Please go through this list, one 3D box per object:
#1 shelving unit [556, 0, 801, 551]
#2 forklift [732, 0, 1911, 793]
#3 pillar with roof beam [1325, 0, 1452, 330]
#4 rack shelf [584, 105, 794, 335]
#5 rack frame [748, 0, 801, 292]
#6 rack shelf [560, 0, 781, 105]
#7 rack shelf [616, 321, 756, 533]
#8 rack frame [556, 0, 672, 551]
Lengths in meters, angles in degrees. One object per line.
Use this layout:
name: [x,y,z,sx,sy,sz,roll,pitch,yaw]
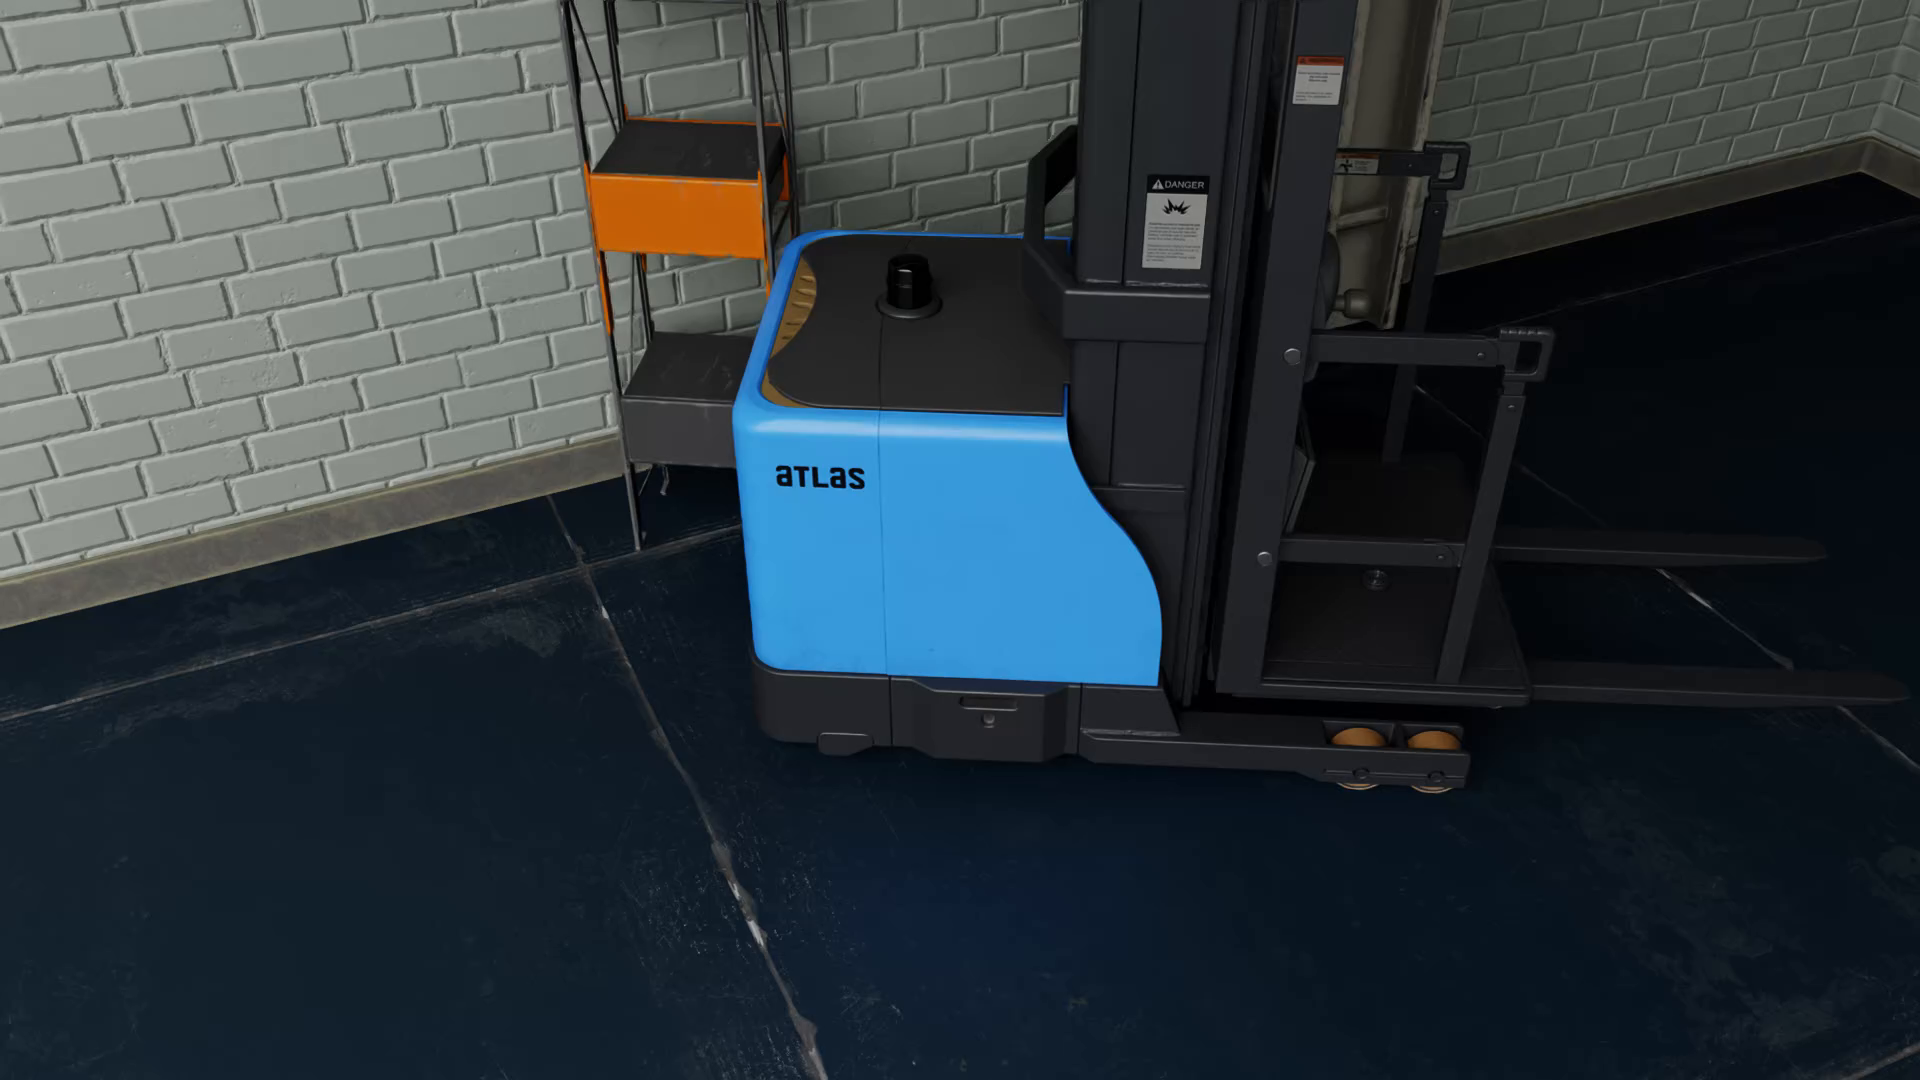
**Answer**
shelving unit: [-0.743,-0.911,4.716,0.503,2.100,0.431,4,37,5]
forklift: [0.986,-0.843,3.926,3.031,2.935,1.130,2,37,3]
pillar with roof beam: [3.245,-2.138,0.579,0.400,9.000,9.100,-16,39,-20]
rack shelf: [-0.743,-0.900,4.724,0.480,0.518,0.431,4,37,5]
rack frame: [-0.500,-0.896,4.696,0.015,2.100,0.400,4,37,5]
rack shelf: [-0.743,-1.463,4.307,0.480,0.518,0.431,4,37,5]
rack shelf: [-0.743,-0.338,5.141,0.480,0.518,0.431,4,37,5]
rack frame: [-0.986,-0.926,4.736,0.015,2.100,0.400,4,37,5]
